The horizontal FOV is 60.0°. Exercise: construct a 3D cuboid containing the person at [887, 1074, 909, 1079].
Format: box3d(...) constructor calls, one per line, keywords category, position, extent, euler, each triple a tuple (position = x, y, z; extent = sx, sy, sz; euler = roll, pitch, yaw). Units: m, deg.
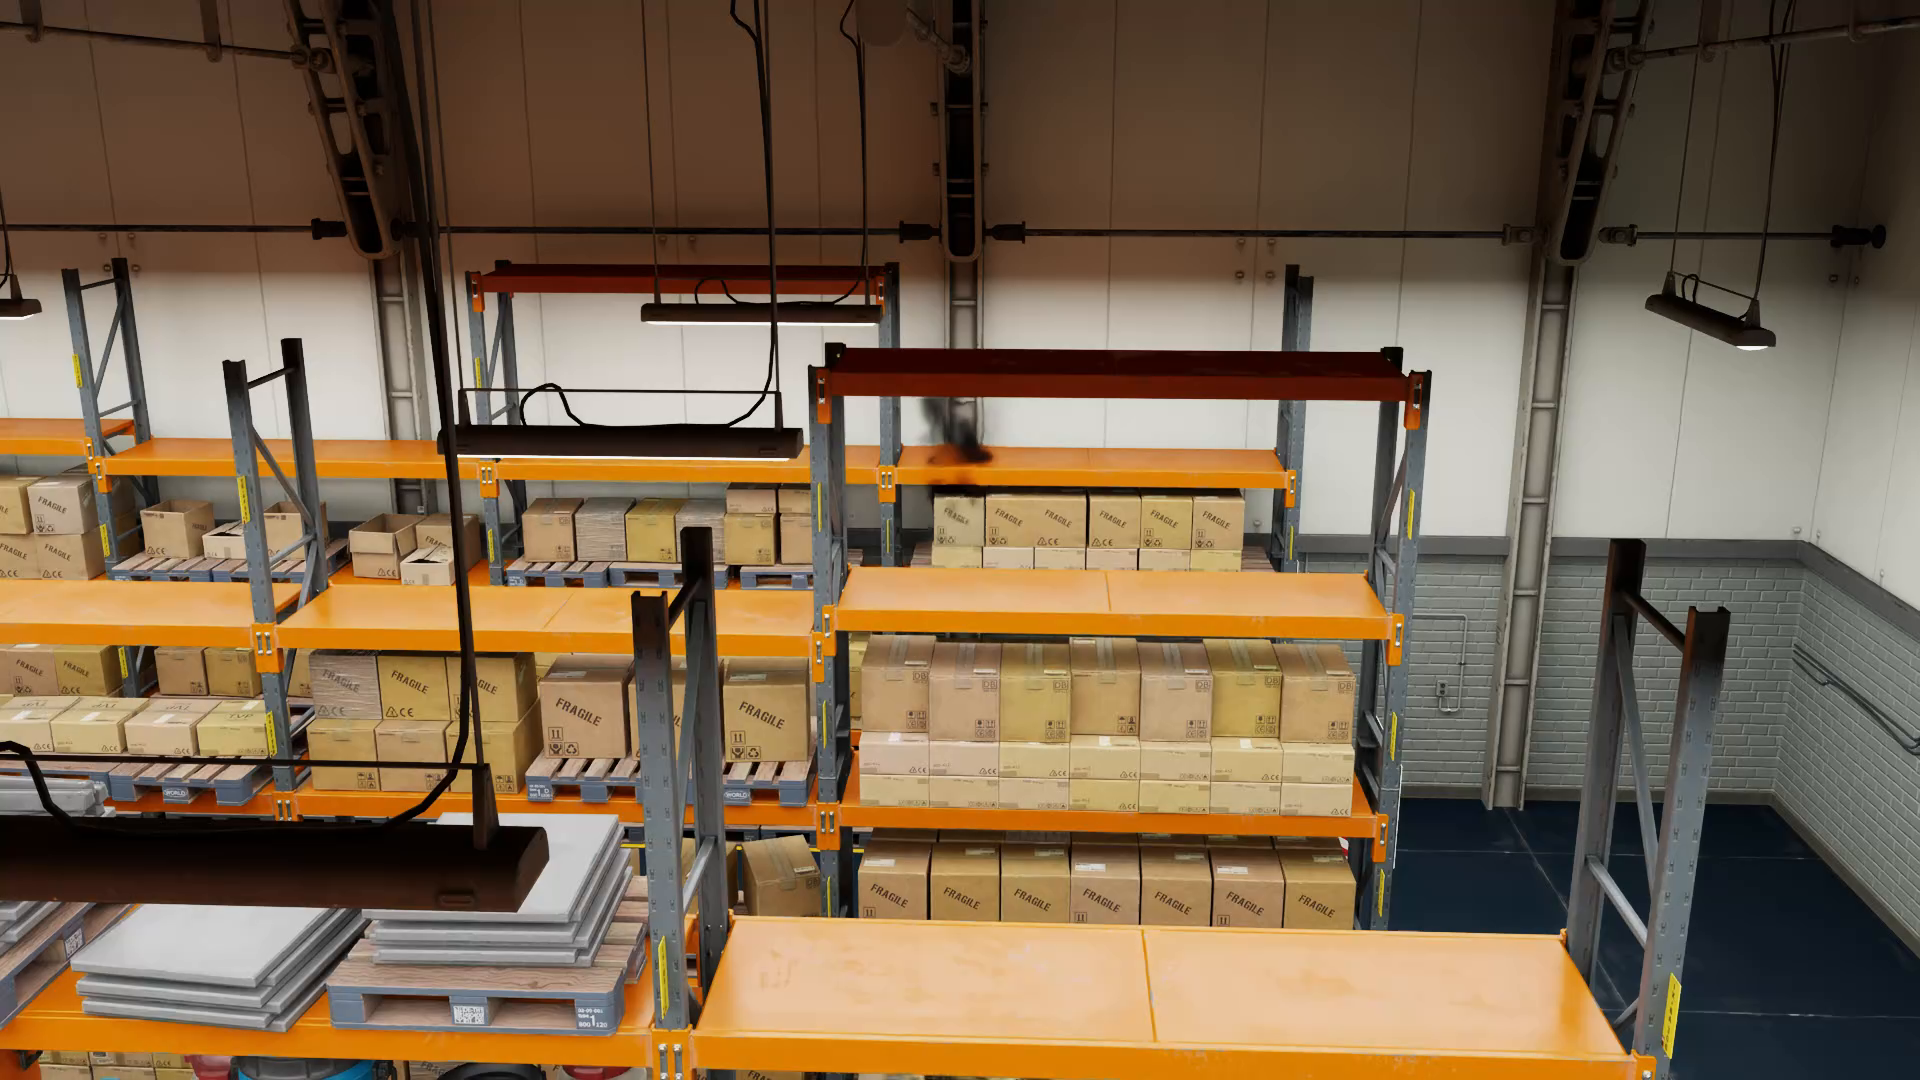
box3d(category="person", position=(-0.370, 4.256, 10.955), extent=(0.687, 1.660, 0.614), euler=(-3, 16, -9))
